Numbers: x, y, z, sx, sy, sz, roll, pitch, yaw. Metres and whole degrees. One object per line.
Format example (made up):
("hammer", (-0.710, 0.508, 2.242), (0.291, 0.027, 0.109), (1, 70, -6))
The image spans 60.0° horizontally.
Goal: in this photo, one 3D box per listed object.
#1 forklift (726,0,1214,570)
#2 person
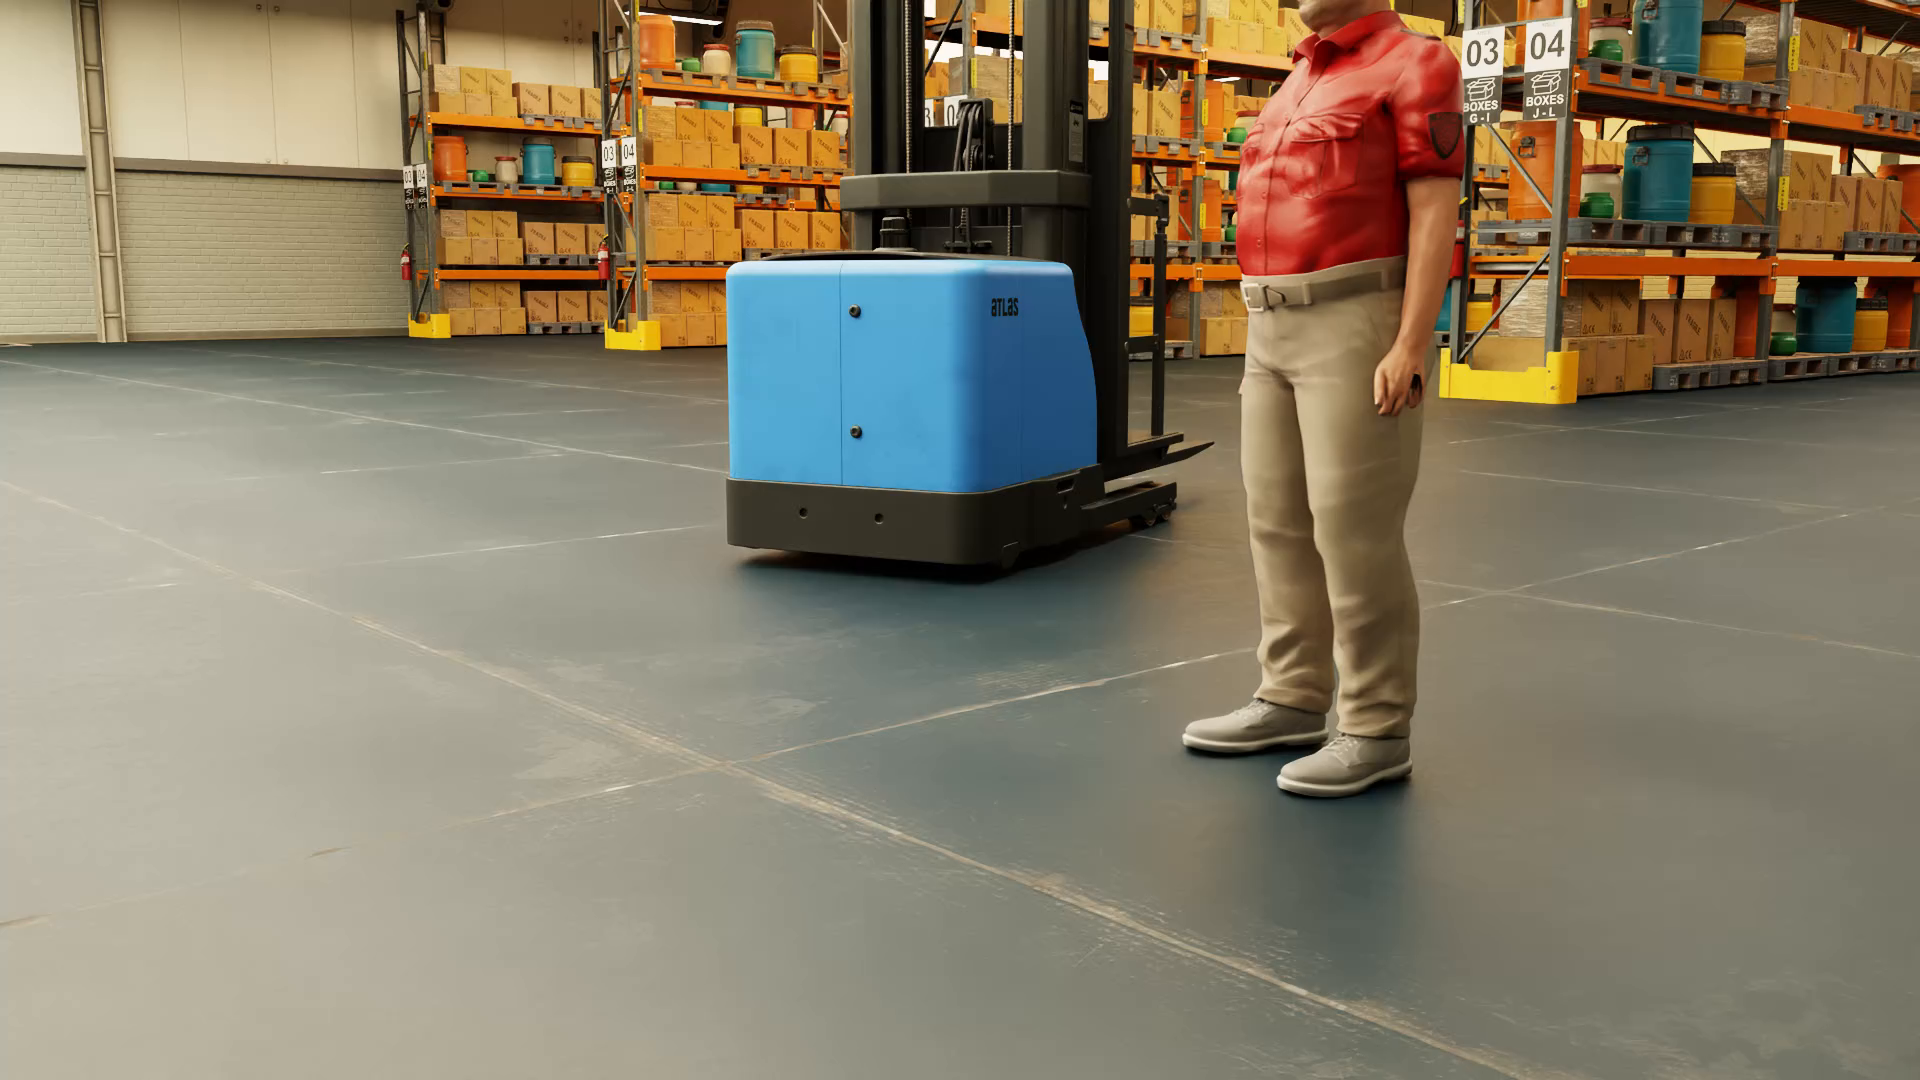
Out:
("forklift", (0.275, -1.531, 6.852), (1.130, 2.935, 3.031), (4, 10, 26))
("person", (0.733, -0.379, 3.344), (0.369, 1.730, 0.525), (-4, 10, -23))
